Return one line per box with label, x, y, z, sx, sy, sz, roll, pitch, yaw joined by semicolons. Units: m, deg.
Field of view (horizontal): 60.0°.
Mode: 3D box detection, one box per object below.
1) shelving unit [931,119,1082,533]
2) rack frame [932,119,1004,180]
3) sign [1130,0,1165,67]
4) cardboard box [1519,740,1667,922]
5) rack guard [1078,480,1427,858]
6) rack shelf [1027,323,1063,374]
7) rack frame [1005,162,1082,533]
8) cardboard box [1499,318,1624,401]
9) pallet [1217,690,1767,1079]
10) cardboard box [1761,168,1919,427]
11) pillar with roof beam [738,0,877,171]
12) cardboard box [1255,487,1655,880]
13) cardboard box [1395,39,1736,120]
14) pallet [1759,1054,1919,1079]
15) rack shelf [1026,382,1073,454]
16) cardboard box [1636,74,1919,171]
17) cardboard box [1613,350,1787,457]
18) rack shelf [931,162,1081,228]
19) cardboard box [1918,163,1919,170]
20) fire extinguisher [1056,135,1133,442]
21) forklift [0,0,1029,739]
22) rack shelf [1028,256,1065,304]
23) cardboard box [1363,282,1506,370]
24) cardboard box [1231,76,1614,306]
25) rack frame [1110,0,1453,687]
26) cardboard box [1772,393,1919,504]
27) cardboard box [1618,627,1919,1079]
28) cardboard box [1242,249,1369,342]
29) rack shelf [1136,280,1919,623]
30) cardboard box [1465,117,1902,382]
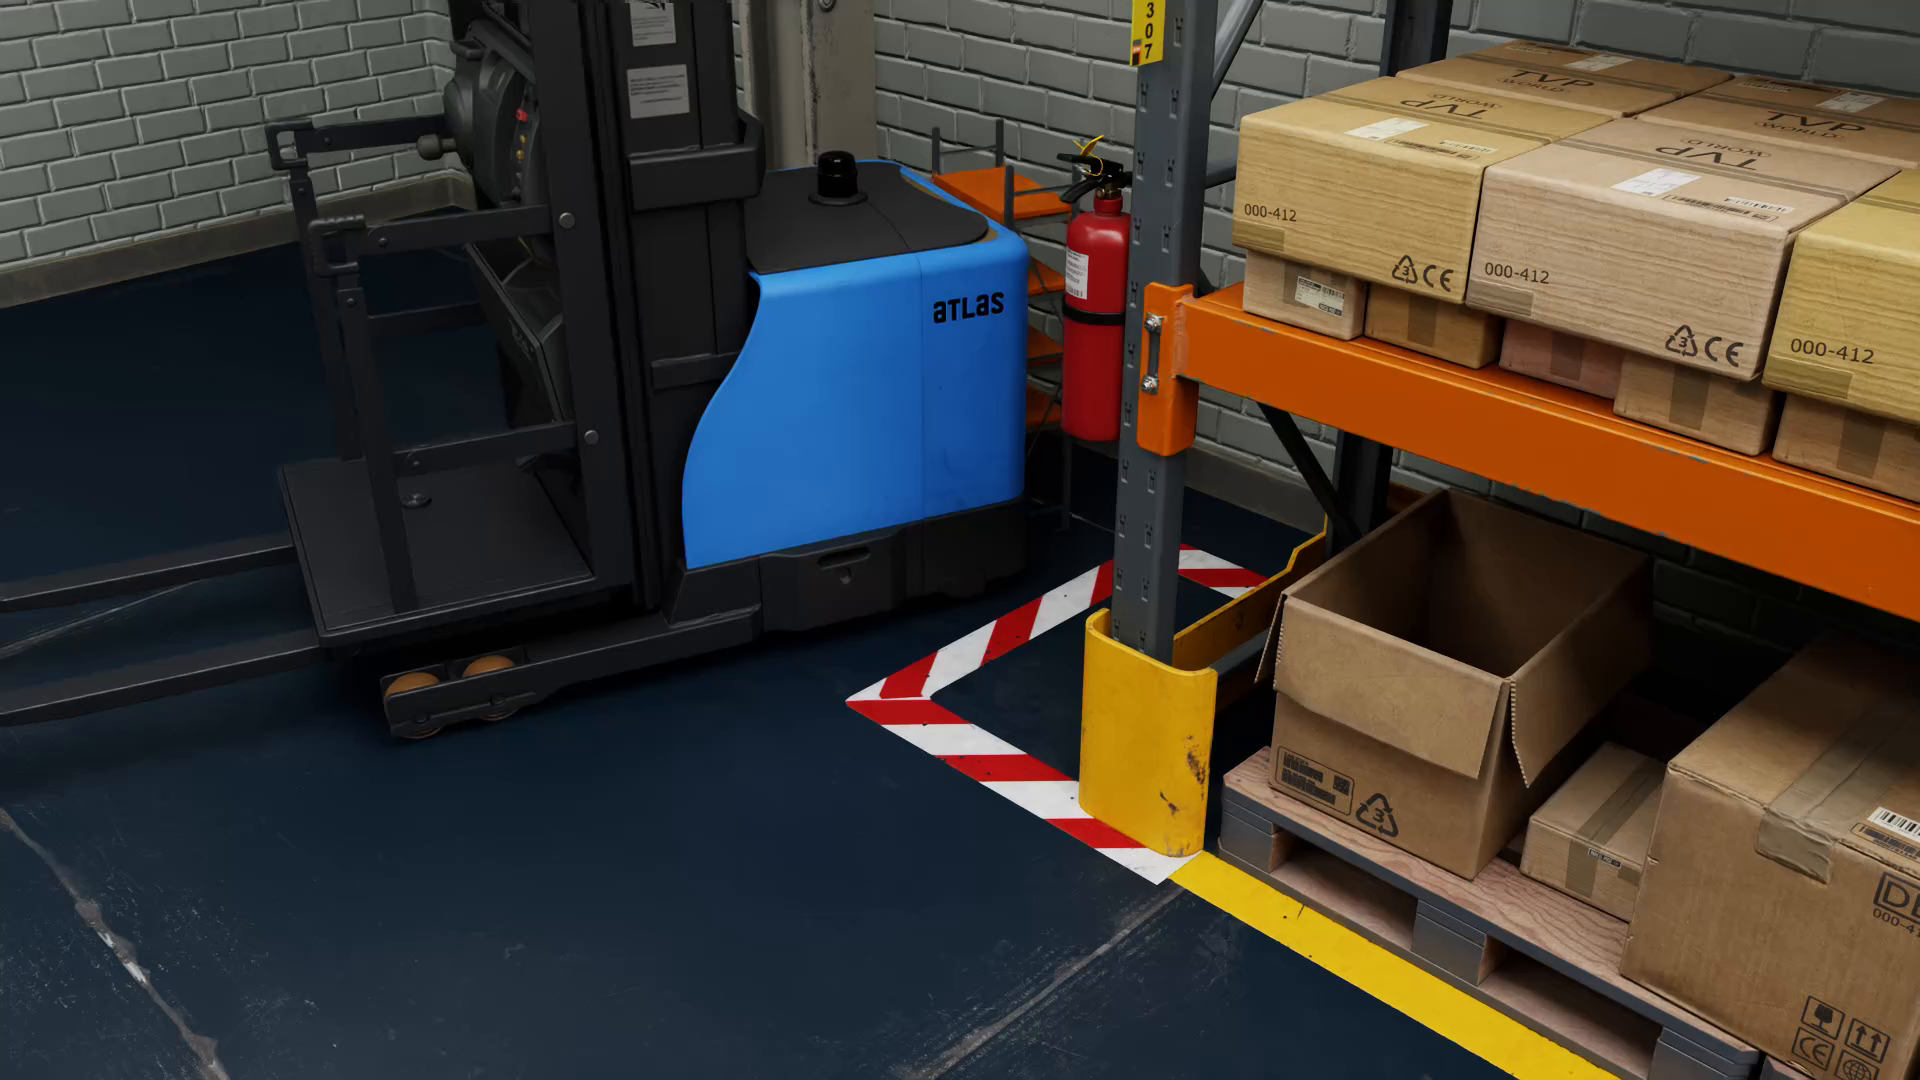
shelving unit;0.131;-0.644;5.186;0.258;1.200;0.503;-13;30;-23
rack frame;0.024;-0.746;5.380;0.240;1.200;0.015;-13;30;-23
sign;0.358;-1.057;3.107;0.005;0.325;0.100;25;36;38
cardboard box;1.384;0.605;3.489;0.250;0.149;0.380;23;35;37
rack guard;0.793;0.277;4.185;0.348;0.500;1.175;25;36;38
rack shelf;0.131;-0.585;5.218;0.258;0.148;0.480;-13;30;-23
rack frame;0.238;-0.542;4.992;0.240;1.200;0.015;-13;30;-23
cardboard box;1.206;-0.402;3.062;0.250;0.149;0.380;24;36;38
pallet;1.362;0.665;3.758;1.213;0.211;1.003;25;36;38
cardboard box;1.597;-0.353;2.540;0.500;0.250;0.500;24;36;37
pillar with roof beam;-3.570;-3.259;1.779;0.400;9.000;9.100;25;36;38
cardboard box;1.108;0.296;3.695;0.637;0.503;0.797;23;35;37
cardboard box;1.253;-0.857;3.498;0.500;0.250;0.500;-24;36;-38
pallet;2.228;1.063;3.002;1.213;0.211;1.003;25;36;38
rack shelf;0.131;-0.409;5.310;0.258;0.148;0.480;-13;30;-23
cardboard box;1.620;-0.688;3.178;0.500;0.250;0.500;25;36;39
cardboard box;1.344;-0.300;2.867;0.380;0.149;0.250;-24;36;-38
rack shelf;0.131;-0.992;5.003;0.258;0.148;0.480;-13;30;-23
cardboard box;1.969;-0.525;2.867;0.500;0.250;0.500;-24;36;-38
fire extinguisher;0.310;-0.549;3.555;0.183;0.674;0.296;25;36;38
forklift;-1.354;-1.067;4.129;3.031;2.935;1.130;-12;30;-22
rack shelf;0.131;-0.783;5.113;0.258;0.148;0.480;-13;30;-23
cardboard box;0.995;-0.477;3.203;0.380;0.149;0.250;-24;36;-38
cardboard box;0.873;-0.682;3.165;0.500;0.250;0.500;25;37;39
rack frame;0.739;-0.854;3.651;0.127;3.000;1.000;25;36;38
cardboard box;1.537;-0.215;2.706;0.380;0.149;0.250;-25;36;-38
cardboard box;1.691;0.590;3.140;0.700;0.500;0.500;-24;36;-37
cardboard box;0.781;-0.544;3.332;0.250;0.149;0.380;24;36;38
rack shelf;2.165;0.117;2.577;4.000;0.370;1.077;25;36;38
cardboard box;1.233;-0.517;2.852;0.500;0.250;0.500;-25;37;-39
